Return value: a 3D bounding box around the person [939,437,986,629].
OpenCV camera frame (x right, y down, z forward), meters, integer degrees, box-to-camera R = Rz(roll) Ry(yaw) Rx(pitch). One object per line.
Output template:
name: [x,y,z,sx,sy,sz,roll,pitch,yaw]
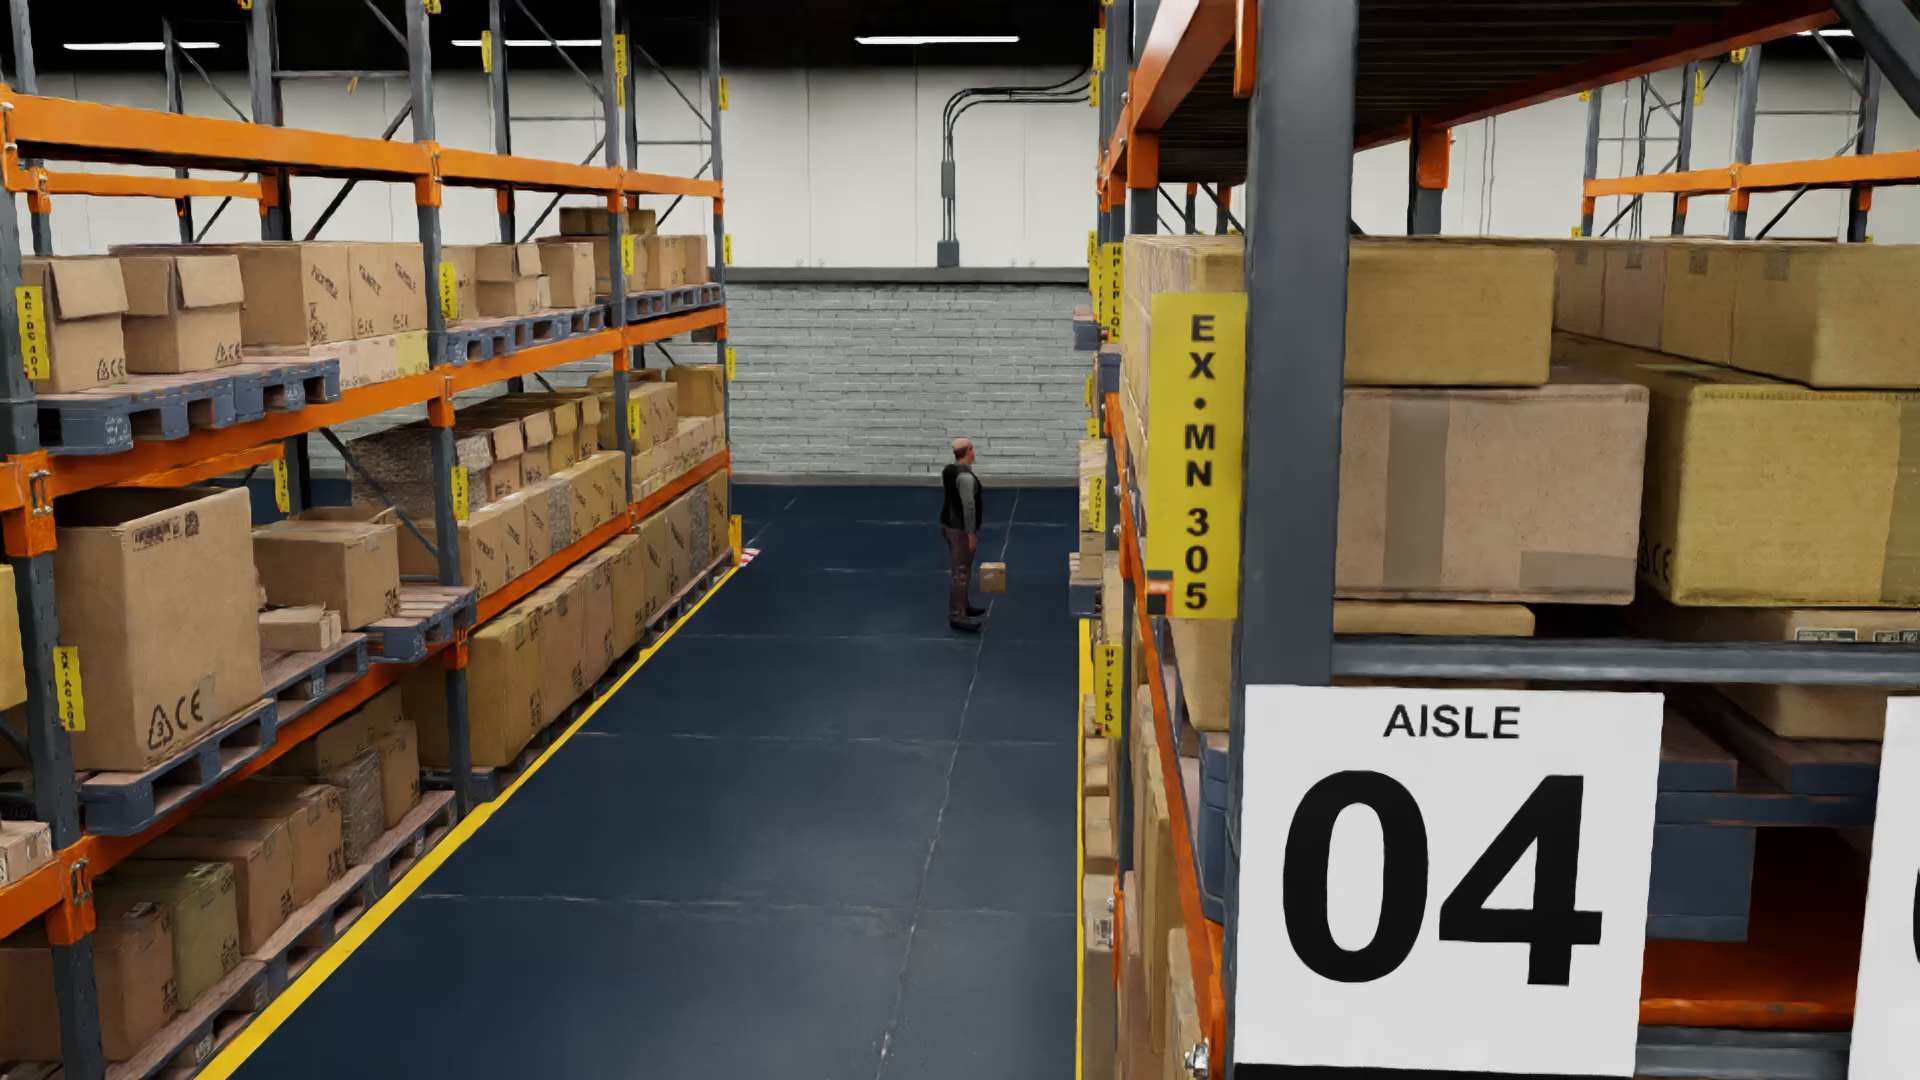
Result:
person: [0.068,-0.086,15.297,0.470,1.730,0.588,-3,11,-18]
